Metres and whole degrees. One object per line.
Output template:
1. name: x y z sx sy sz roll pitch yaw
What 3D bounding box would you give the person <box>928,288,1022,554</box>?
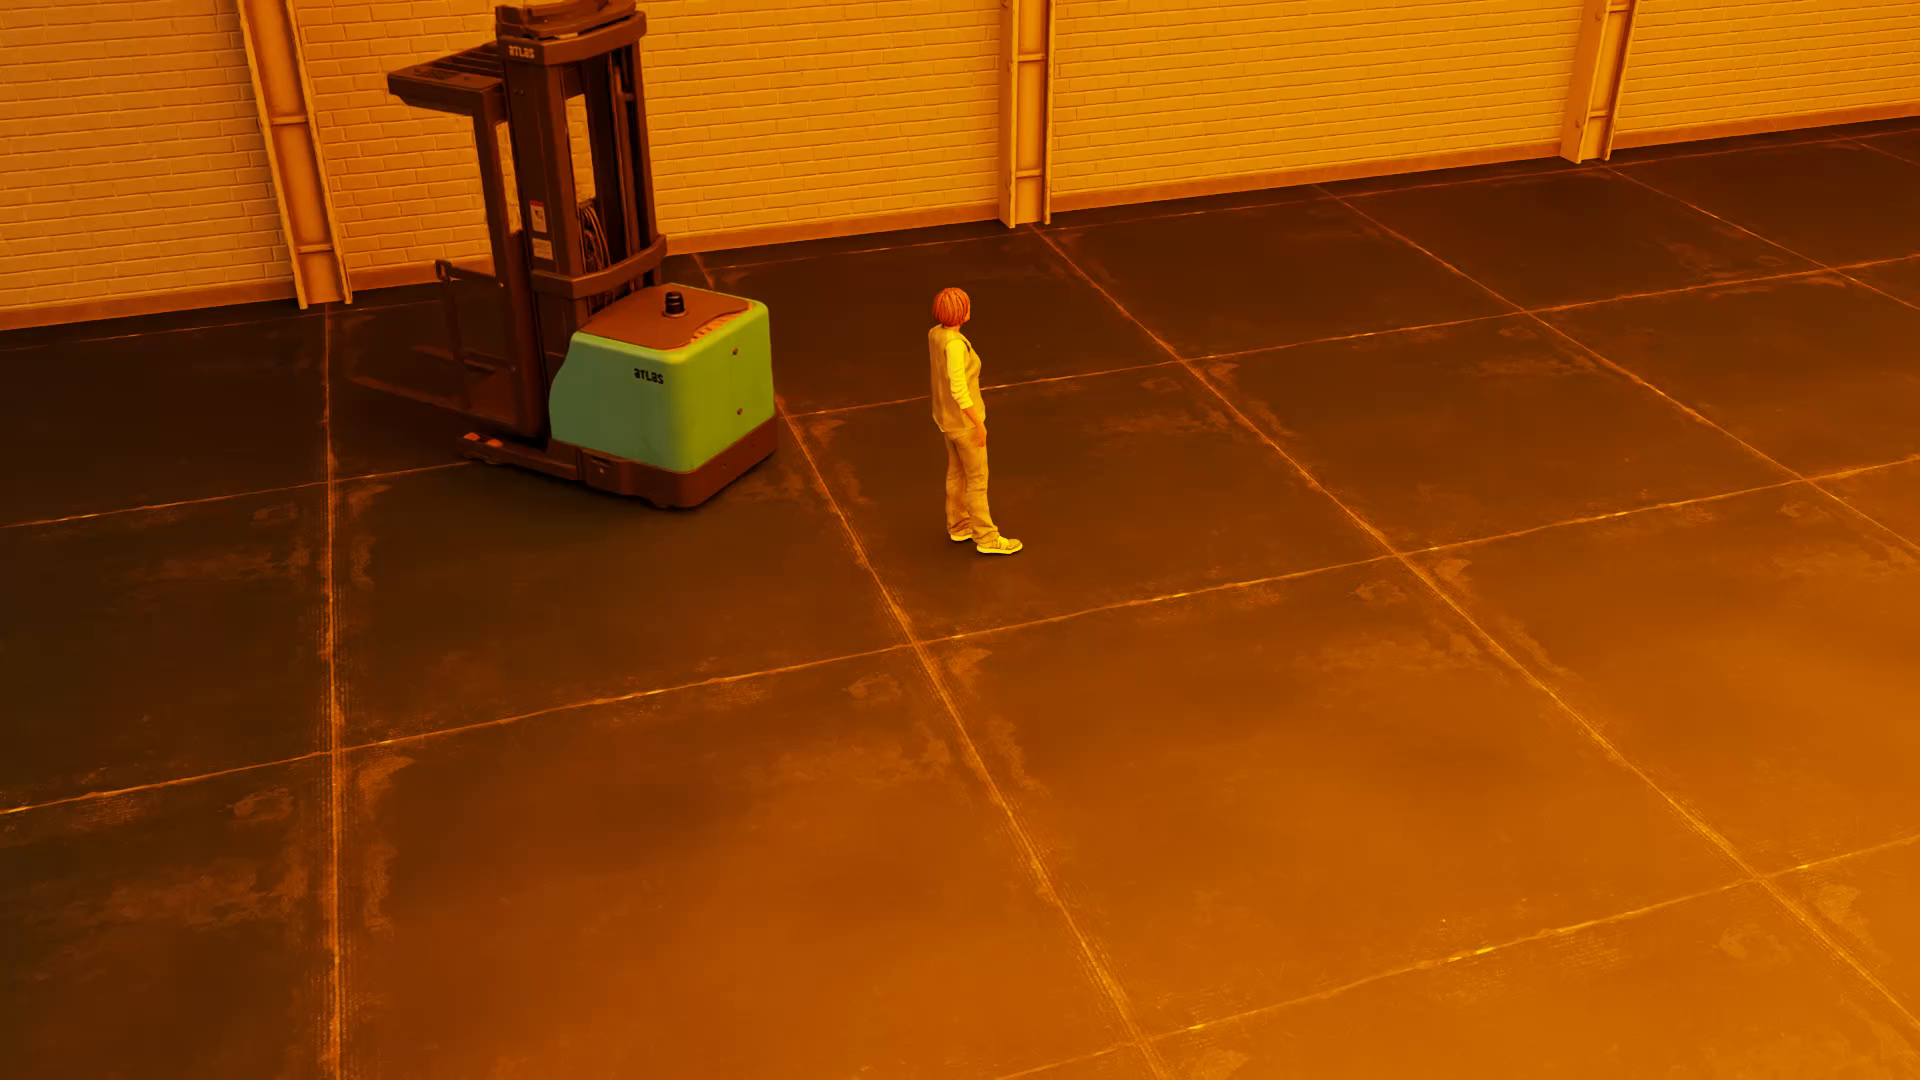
1. person: 0.074 -0.704 9.633 0.475 1.596 0.521 -10 31 -16

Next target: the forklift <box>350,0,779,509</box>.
1. forklift: -2.736 -1.975 10.520 3.031 2.935 1.130 15 33 24
